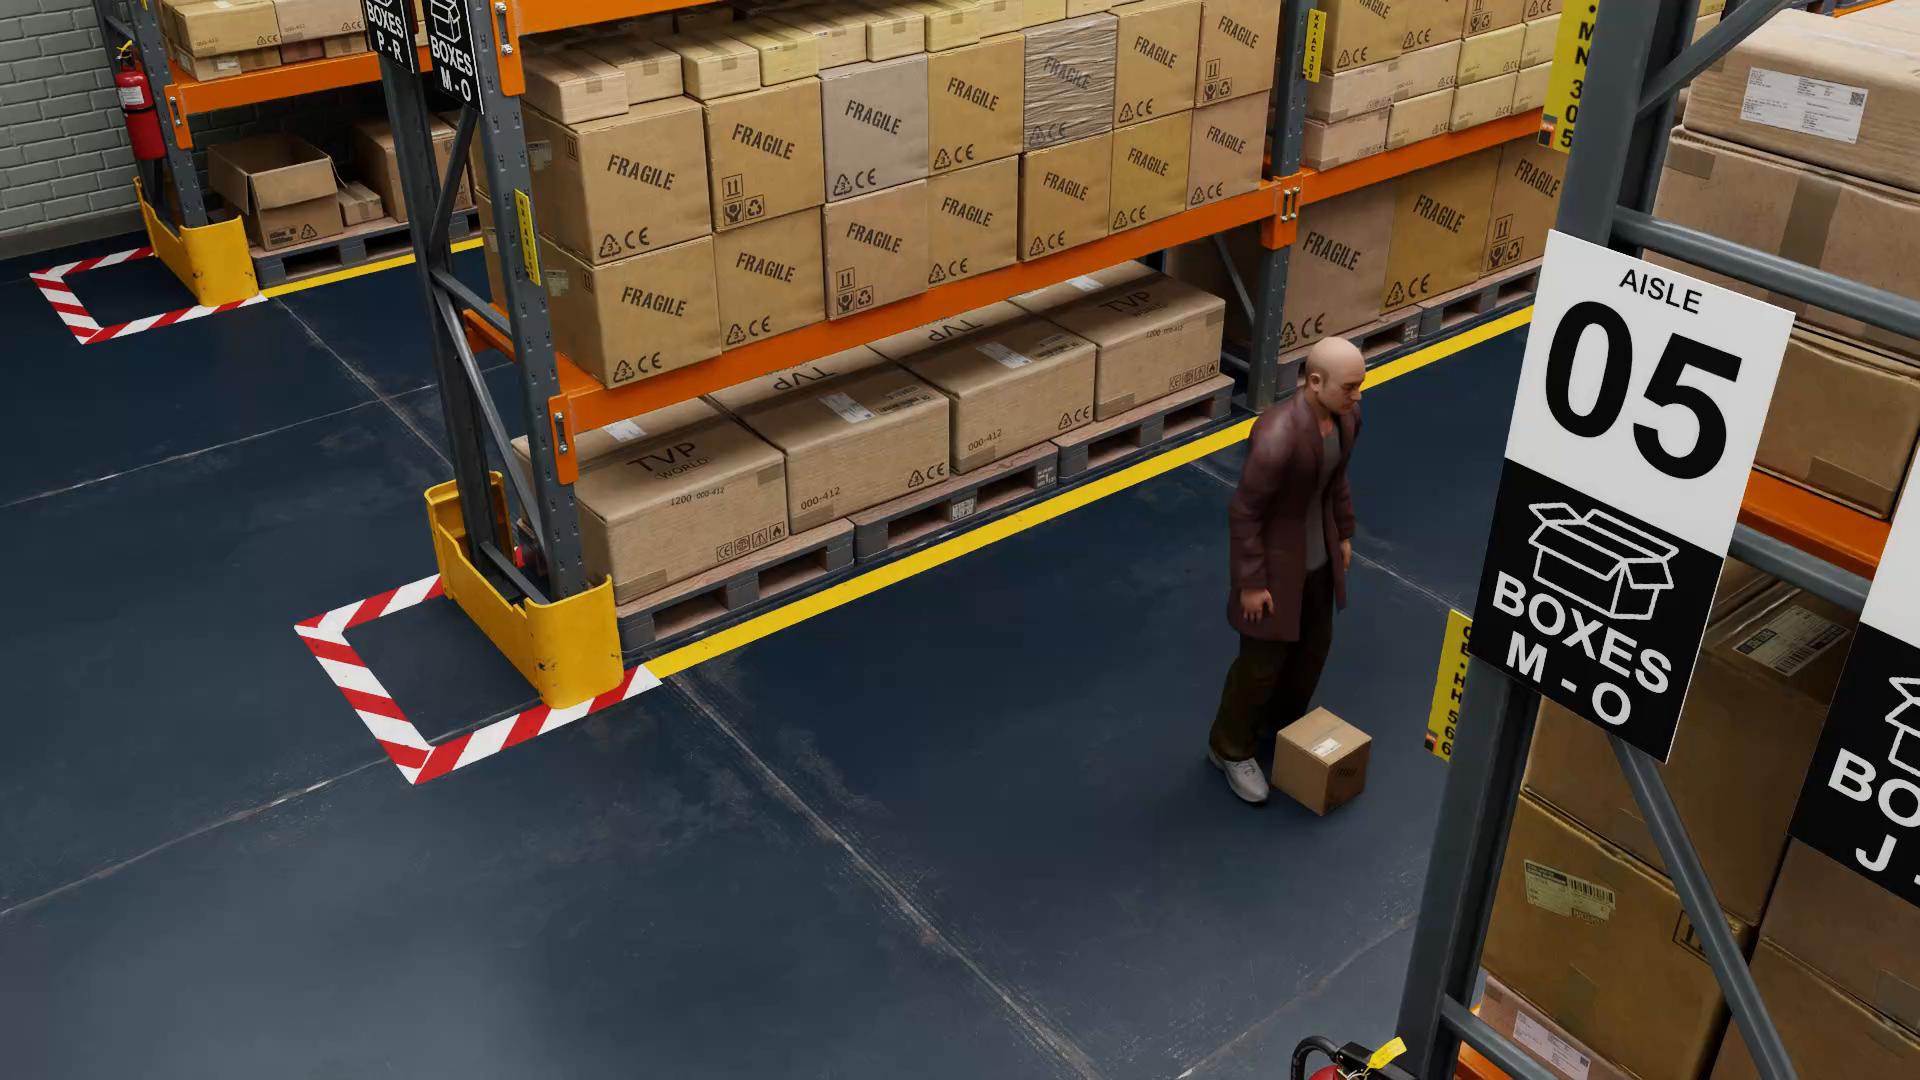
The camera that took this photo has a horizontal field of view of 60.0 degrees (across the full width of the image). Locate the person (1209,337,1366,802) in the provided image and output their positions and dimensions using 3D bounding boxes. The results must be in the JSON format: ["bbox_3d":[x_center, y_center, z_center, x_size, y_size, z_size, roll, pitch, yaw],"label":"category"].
[{"bbox_3d":[1.213,0.075,6.029,0.652,1.773,0.426,-25,39,-34],"label":"person"}]
